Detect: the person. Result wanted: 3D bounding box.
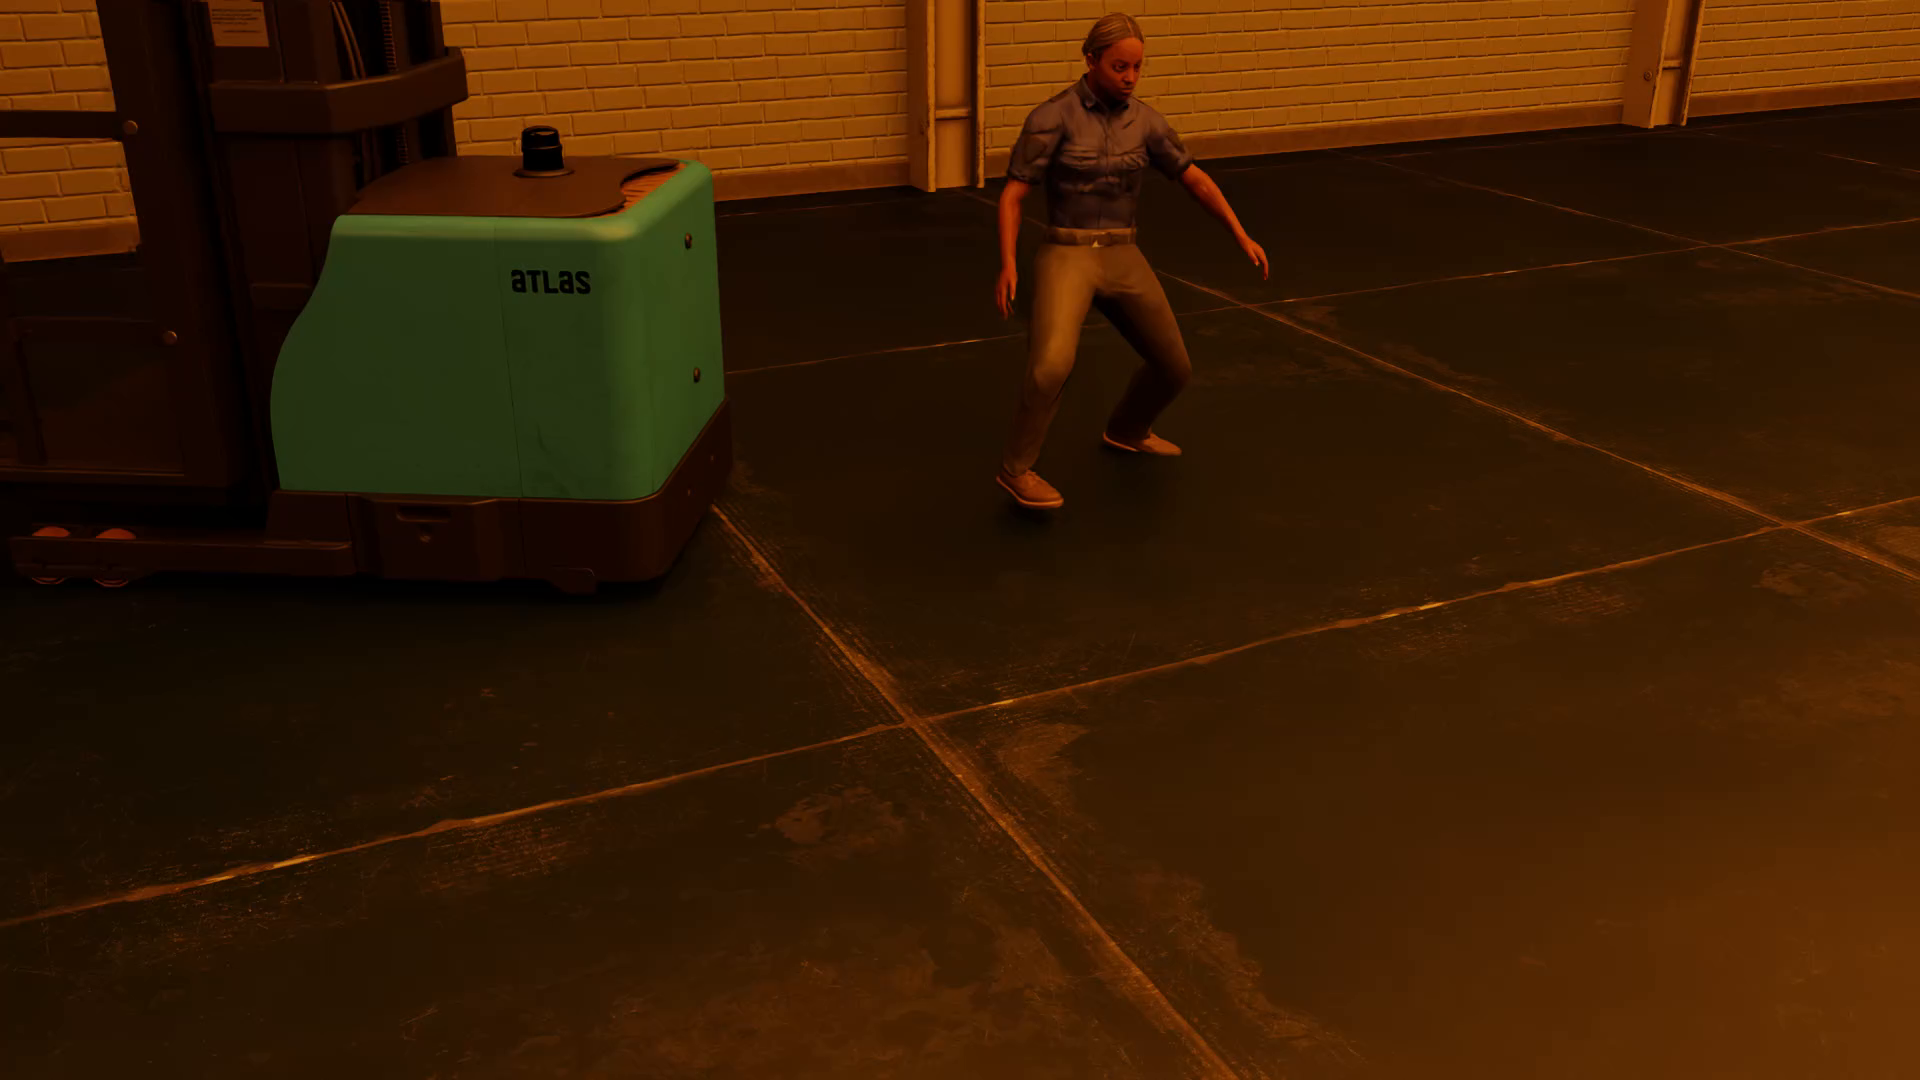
[{"bbox_3d":[0.484,-0.880,5.305,0.878,1.536,0.691,-8,24,-19],"label":"person"}]

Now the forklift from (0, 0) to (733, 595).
[{"bbox_3d":[-2.298,-1.416,4.694,3.031,2.935,1.130,2,23,5],"label":"forklift"}]
